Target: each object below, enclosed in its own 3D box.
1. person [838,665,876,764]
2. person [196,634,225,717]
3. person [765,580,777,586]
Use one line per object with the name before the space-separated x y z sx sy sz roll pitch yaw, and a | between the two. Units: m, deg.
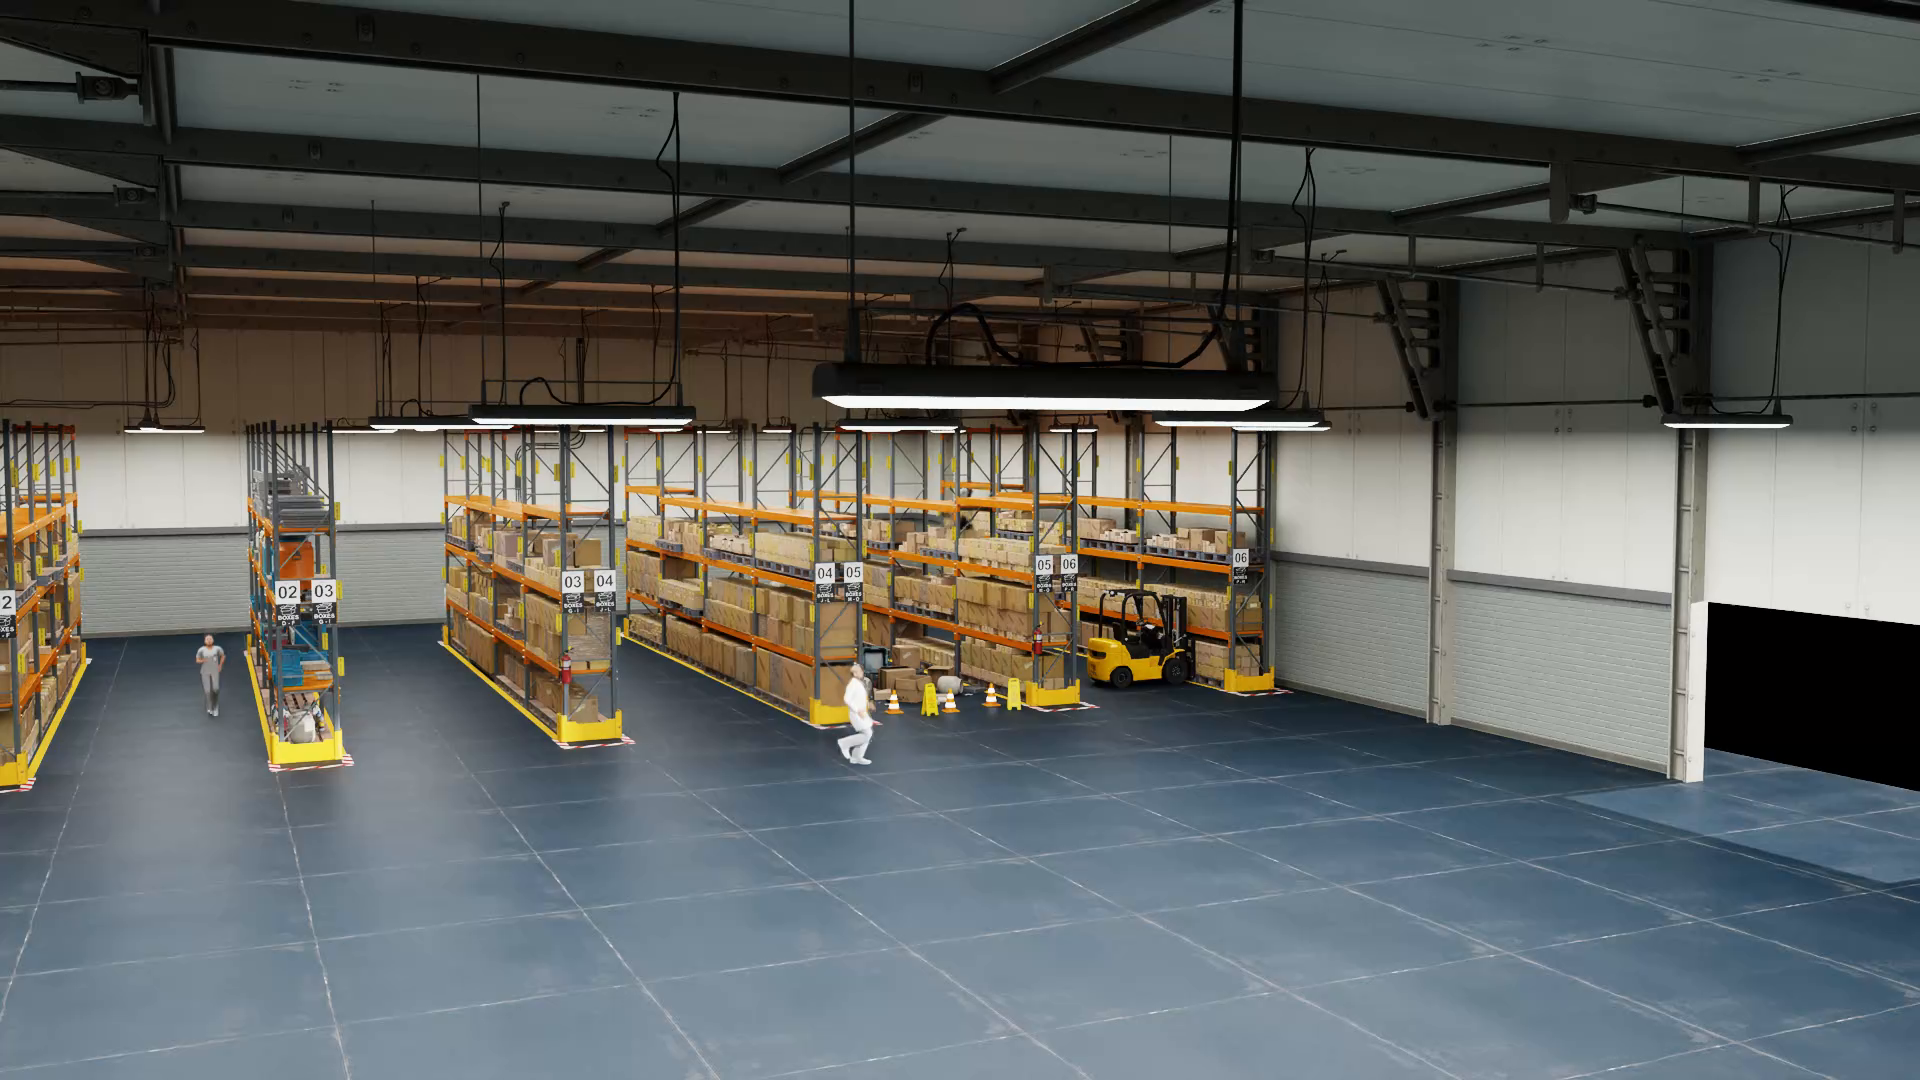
person | -1.799 3.049 28.993 0.638 1.733 0.710 0 4 5
person | -15.317 2.765 33.989 0.544 1.705 0.691 -2 4 -24
person | -5.759 1.737 50.910 0.652 1.661 0.651 -1 4 -20
